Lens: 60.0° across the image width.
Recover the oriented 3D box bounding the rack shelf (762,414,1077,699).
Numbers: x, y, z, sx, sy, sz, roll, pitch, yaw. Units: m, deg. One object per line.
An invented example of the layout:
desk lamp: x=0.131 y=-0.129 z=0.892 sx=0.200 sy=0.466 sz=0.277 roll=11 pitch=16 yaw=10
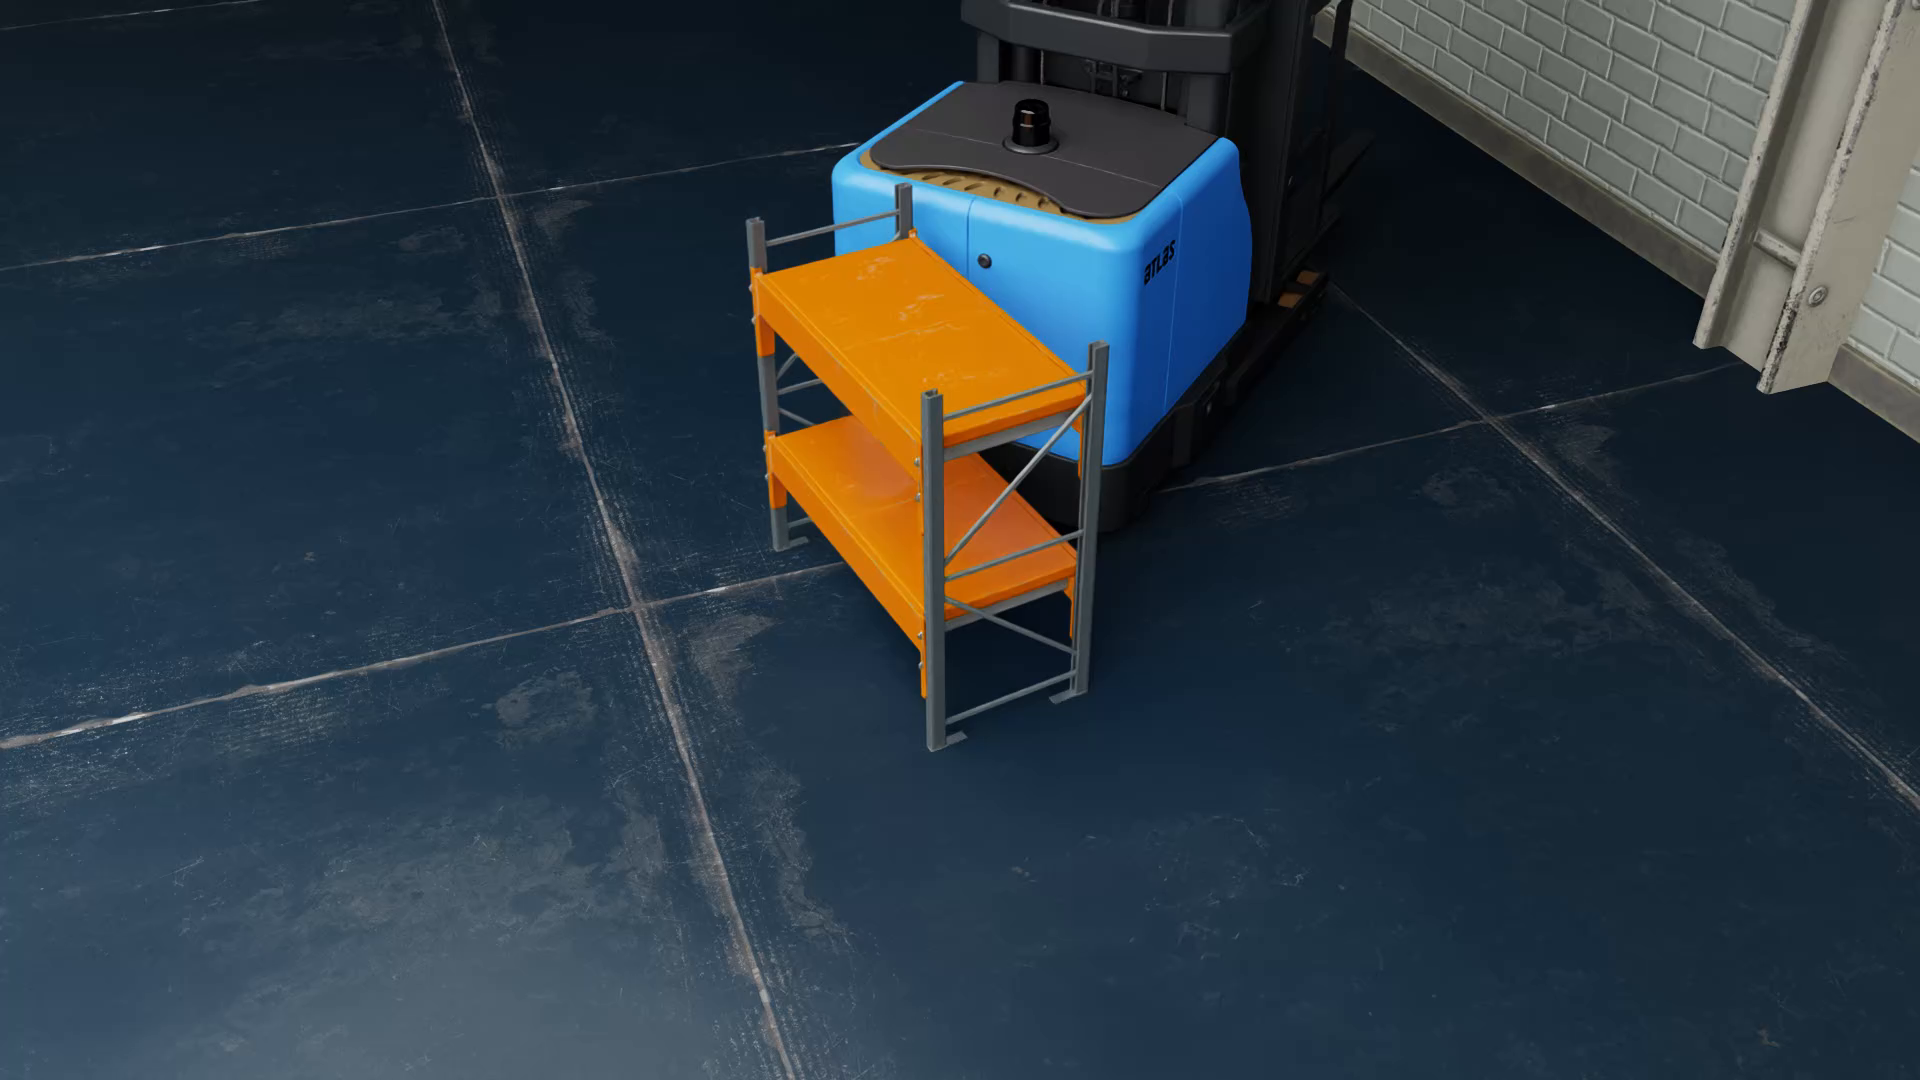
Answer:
rack shelf: x=-0.113 y=-0.027 z=4.758 sx=0.538 sy=0.278 sz=1.000 roll=-19 pitch=41 yaw=-23

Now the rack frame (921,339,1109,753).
rack frame: x=0.135 y=0.044 z=4.256 sx=0.500 sy=1.125 sz=0.032 roll=-19 pitch=41 yaw=-23

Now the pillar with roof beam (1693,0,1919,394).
pillar with roof beam: x=-1.086 y=-3.366 z=2.240 sx=9.100 sy=9.000 sz=0.400 roll=-12 pitch=39 yaw=-16

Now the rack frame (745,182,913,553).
rack frame: x=-0.361 y=-0.490 z=4.965 sx=0.500 sy=1.125 sz=0.032 roll=-19 pitch=41 yaw=-23

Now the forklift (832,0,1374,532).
forklift: x=0.761 y=-2.061 z=5.551 sx=1.130 sy=2.935 sz=3.031 roll=19 pitch=41 yaw=23

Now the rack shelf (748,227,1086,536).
rack shelf: x=-0.113 y=-0.456 z=4.435 sx=0.538 sy=0.278 sz=1.000 roll=-19 pitch=41 yaw=-23

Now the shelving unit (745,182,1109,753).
shelving unit: x=-0.113 y=-0.223 z=4.611 sx=0.538 sy=1.125 sz=1.048 roll=-19 pitch=41 yaw=-23
